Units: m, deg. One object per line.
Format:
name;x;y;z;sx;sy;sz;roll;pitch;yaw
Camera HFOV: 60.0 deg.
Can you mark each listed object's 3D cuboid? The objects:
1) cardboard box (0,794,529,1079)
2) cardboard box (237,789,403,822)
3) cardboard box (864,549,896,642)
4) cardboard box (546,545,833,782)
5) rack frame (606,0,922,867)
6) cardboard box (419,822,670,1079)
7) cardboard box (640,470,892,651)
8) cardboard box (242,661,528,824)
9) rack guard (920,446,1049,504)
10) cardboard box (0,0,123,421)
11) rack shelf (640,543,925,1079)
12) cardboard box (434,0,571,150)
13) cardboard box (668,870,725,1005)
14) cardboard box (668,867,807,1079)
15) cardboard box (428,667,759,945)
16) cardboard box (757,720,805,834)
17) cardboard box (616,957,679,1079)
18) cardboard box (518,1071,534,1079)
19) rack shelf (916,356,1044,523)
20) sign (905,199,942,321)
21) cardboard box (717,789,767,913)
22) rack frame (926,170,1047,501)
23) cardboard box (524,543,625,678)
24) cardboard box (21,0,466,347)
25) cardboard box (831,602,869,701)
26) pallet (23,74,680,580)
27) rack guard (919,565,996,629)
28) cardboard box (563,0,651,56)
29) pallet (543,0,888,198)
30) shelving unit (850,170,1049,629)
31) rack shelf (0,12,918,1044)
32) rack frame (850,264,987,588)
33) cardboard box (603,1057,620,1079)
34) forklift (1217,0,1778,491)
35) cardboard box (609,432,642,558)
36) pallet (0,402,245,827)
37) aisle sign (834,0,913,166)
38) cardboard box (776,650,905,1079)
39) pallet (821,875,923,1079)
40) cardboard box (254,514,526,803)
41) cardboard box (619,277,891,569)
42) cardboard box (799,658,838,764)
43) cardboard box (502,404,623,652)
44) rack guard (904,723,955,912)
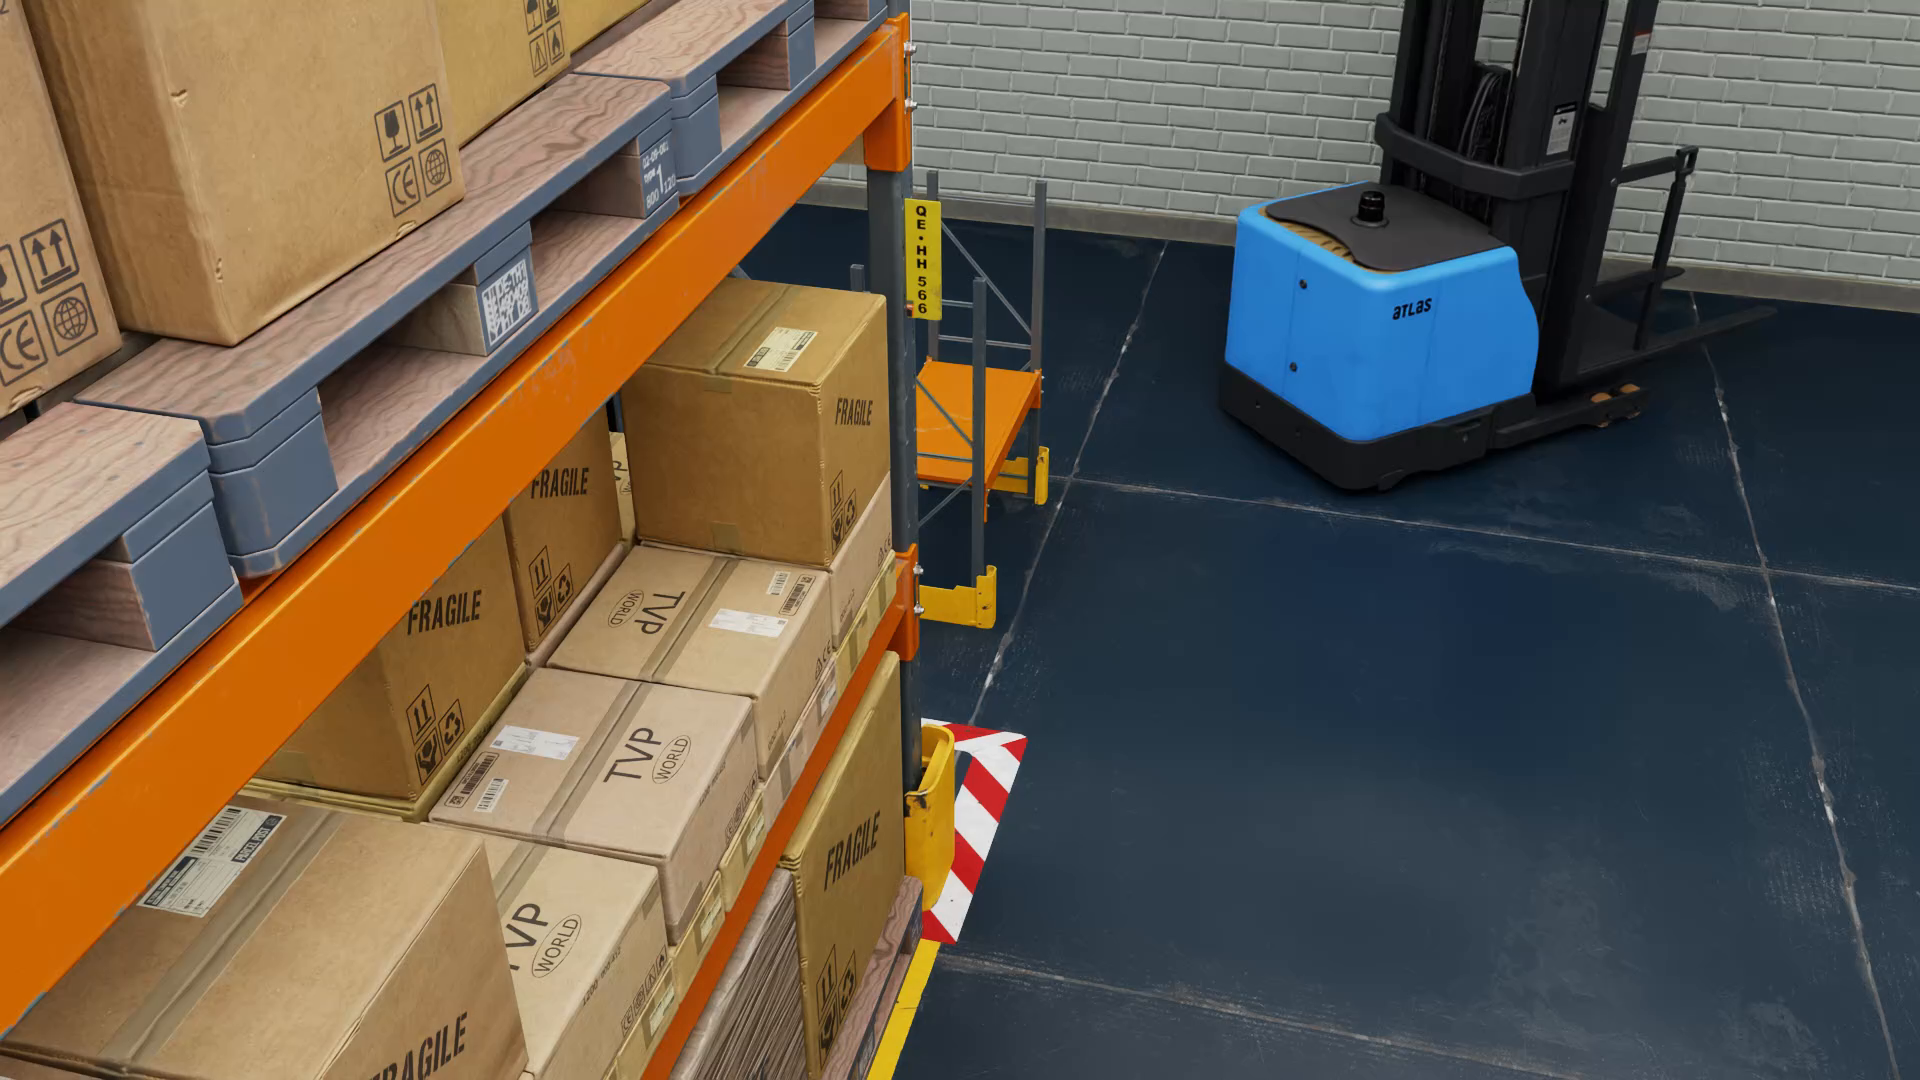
cardboard box;-1.005;0.745;2.445;0.500;0.500;0.500;7;33;11
cardboard box;-1.385;0.740;3.153;0.500;0.250;0.500;7;33;11
cardboard box;-0.390;0.123;4.495;0.380;0.149;0.250;9;33;13
cardboard box;-0.614;0.276;3.883;0.500;0.250;0.500;7;33;12
rack frame;-0.619;-0.213;4.789;1.000;3.000;0.127;8;33;12
cardboard box;-0.871;0.811;3.041;0.500;0.250;0.500;8;33;12
cardboard box;-0.485;0.013;4.297;0.500;0.250;0.500;7;33;12
cardboard box;-1.258;0.468;3.580;0.500;0.250;0.500;7;33;11
rack guard;0.107;-0.324;7.527;0.587;0.250;0.087;8;33;12
cardboard box;-1.352;-0.357;1.642;0.700;0.500;0.500;10;34;15
rack shelf;-1.126;1.129;3.349;1.077;0.370;4.000;8;33;12
cardboard box;-1.042;-0.913;2.516;0.700;0.500;0.500;6;33;9
cardboard box;-0.714;0.788;3.449;0.380;0.149;0.250;8;33;13
cardboard box;-0.935;1.322;3.964;0.875;0.875;0.875;8;33;12
cardboard box;-0.743;0.540;3.467;0.500;0.250;0.500;7;33;11
cardboard box;-0.584;0.518;3.873;0.380;0.149;0.250;9;33;13
cardboard box;-0.779;0.916;3.247;0.380;0.149;0.250;9;33;13
cardboard box;-1.004;1.066;2.640;0.500;0.250;0.500;9;33;14
rack shelf;-0.022;-0.437;6.874;0.538;0.185;1.000;8;33;12
sign;-0.097;-0.720;4.287;0.100;0.325;0.005;8;33;12
cardboard box;-0.648;0.653;3.661;0.380;0.149;0.250;7;33;11
rack frame;0.107;-0.852;7.193;0.500;1.500;0.032;8;33;12
cardboard box;-1.127;0.208;3.989;0.500;0.250;0.500;8;33;12
cardboard box;-1.082;-0.609;2.039;0.700;0.500;0.500;9;34;14
cardboard box;-0.455;0.258;4.282;0.380;0.149;0.250;8;33;13
pallet;-1.104;-0.420;2.401;1.003;0.211;1.213;8;33;12
rack guard;-0.146;0.193;6.714;0.587;0.250;0.087;8;33;12
cardboard box;-0.958;-1.188;2.948;0.700;0.500;0.500;7;33;11
pallet;-0.797;-1.055;3.400;1.003;0.211;1.213;8;33;12
shelving unit;-0.019;-0.593;6.785;0.587;1.500;1.083;8;33;12
rack shelf;-1.126;-0.137;2.544;1.077;0.370;4.000;8;33;12
rack frame;-0.151;-0.325;6.363;0.500;1.500;0.032;8;33;12
cardboard box;-0.843;1.052;3.034;0.380;0.149;0.250;7;33;11
forklift;2.809;-2.018;7.692;3.031;2.935;1.130;-16;36;-24
cardboard box;-1.002;-0.063;4.415;0.500;0.250;0.500;7;33;11
pallet;-1.416;0.211;1.408;1.003;0.211;1.213;8;33;12
aisle sign;-0.310;-1.306;4.086;0.394;0.787;0.004;8;33;12
cardboard box;-0.704;0.850;4.707;0.875;0.875;0.875;8;33;12
pallet;-0.746;1.390;4.867;1.003;0.211;1.213;8;33;12
cardboard box;-1.254;0.150;3.382;0.500;0.500;0.500;7;33;11
cardboard box;-0.488;-0.303;4.094;0.500;0.500;0.500;8;33;13
cardboard box;-0.520;0.389;4.077;0.380;0.149;0.250;8;33;12
cardboard box;-1.128;-0.120;3.806;0.500;0.500;0.500;7;33;11
rack guard;-0.613;0.830;5.479;1.175;0.500;0.348;8;33;12
